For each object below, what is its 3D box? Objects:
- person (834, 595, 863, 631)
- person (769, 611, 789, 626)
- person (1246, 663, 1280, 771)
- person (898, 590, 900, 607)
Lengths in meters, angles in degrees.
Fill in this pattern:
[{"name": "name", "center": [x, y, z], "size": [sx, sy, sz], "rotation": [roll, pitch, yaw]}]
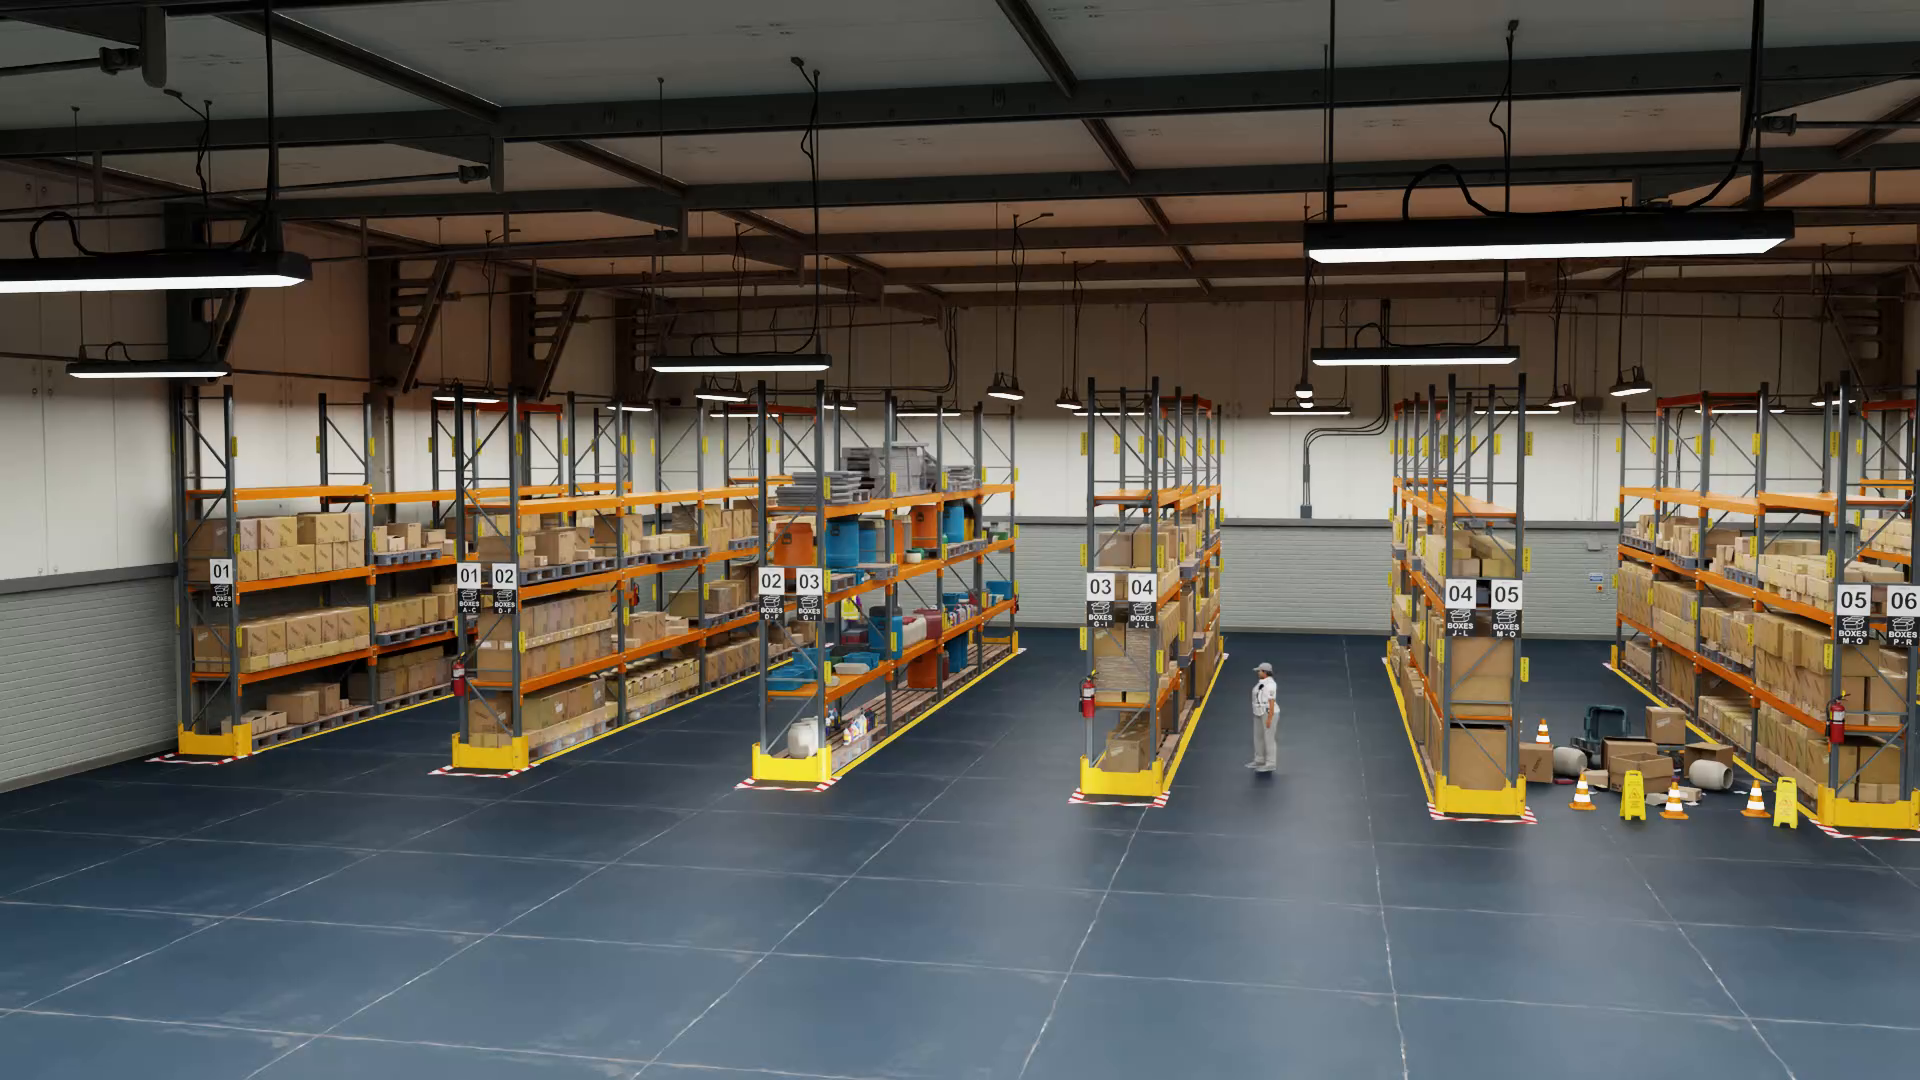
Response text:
[{"name": "person", "center": [-2.582, 1.839, 38.561], "size": [0.736, 1.722, 1.078], "rotation": [0, 3, 8]}, {"name": "person", "center": [-4.808, 1.637, 44.427], "size": [0.588, 1.735, 0.751], "rotation": [-3, 4, -39]}, {"name": "person", "center": [4.699, 2.721, 25.718], "size": [0.433, 1.665, 0.536], "rotation": [-1, 3, -15]}, {"name": "person", "center": [-1.481, 1.882, 36.792], "size": [0.423, 1.789, 0.623], "rotation": [0, 3, -2]}]
